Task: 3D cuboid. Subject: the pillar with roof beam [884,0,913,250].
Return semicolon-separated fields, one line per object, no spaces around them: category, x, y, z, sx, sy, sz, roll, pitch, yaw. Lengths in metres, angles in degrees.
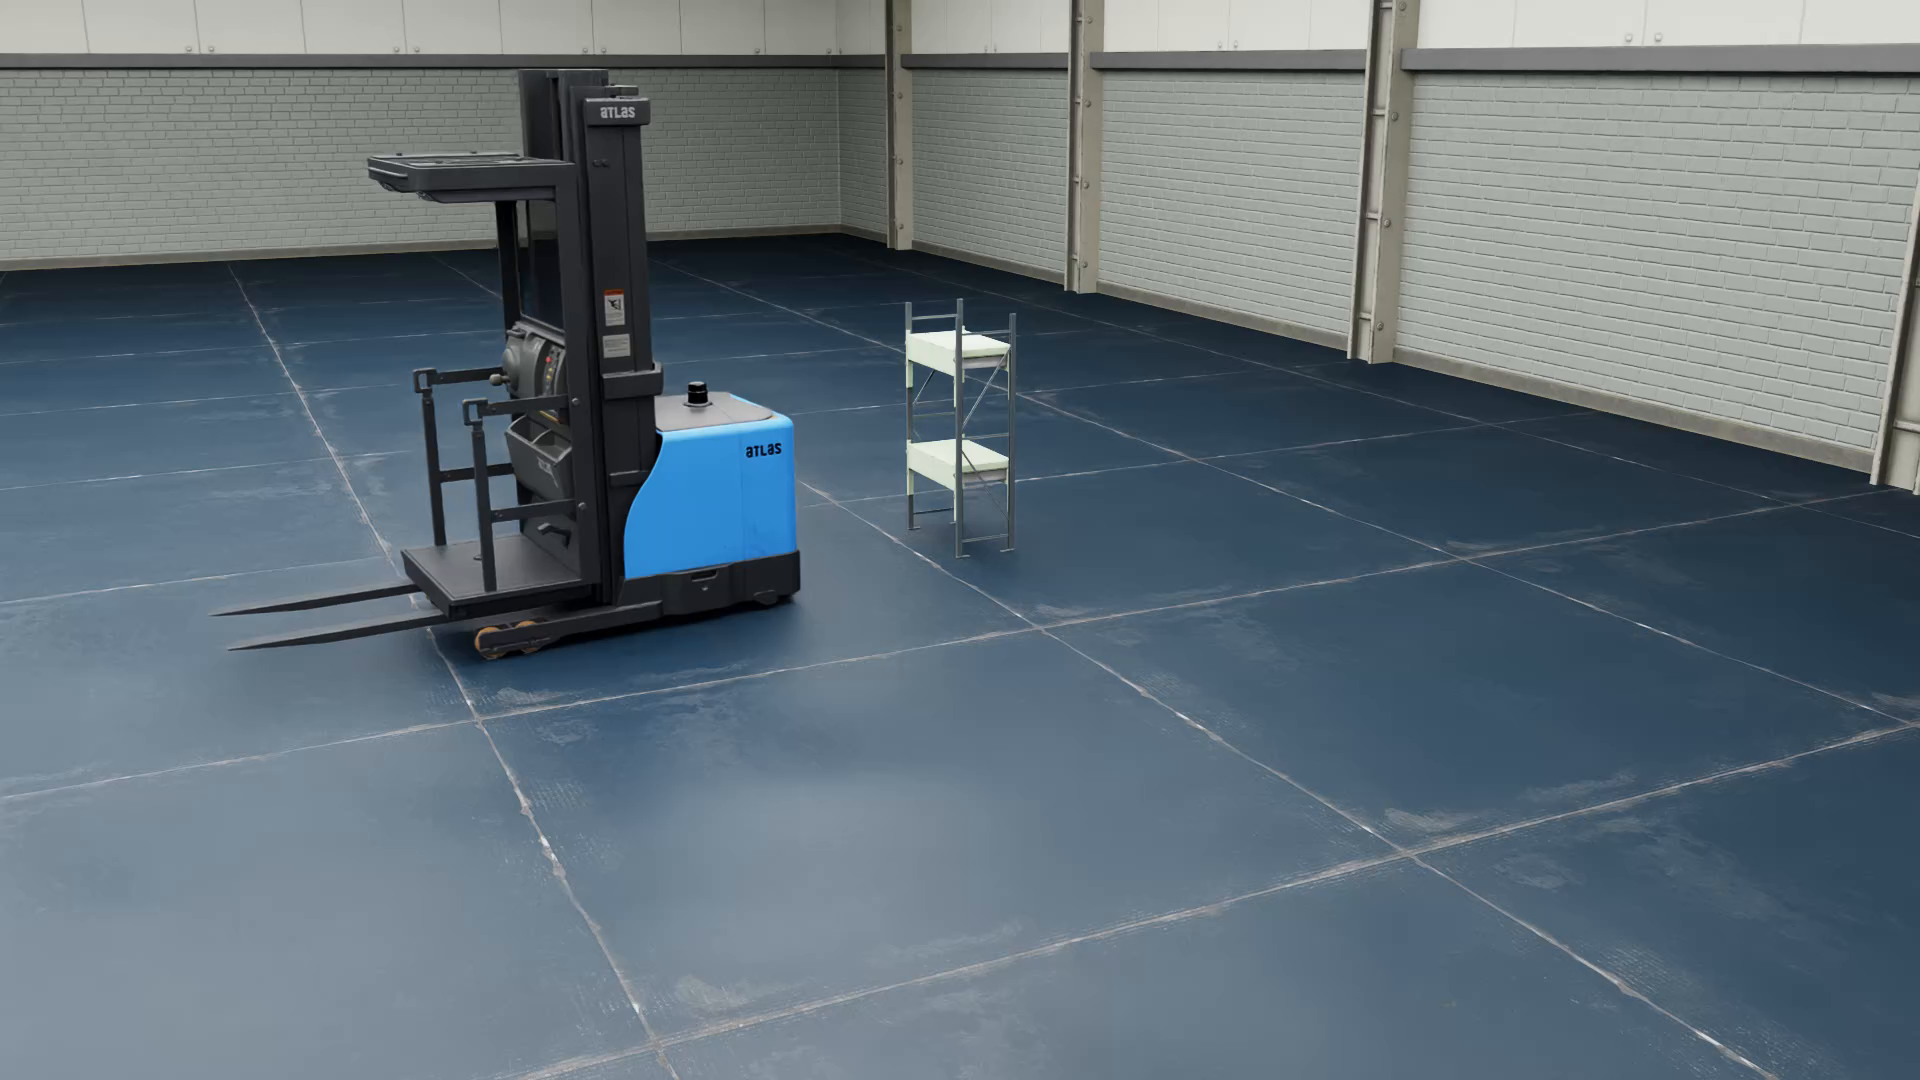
pillar with roof beam;-4.861;-8.654;24.594;9.100;9.000;0.400;-8;18;-25

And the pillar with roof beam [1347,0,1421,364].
pillar with roof beam;0.396;-5.679;14.225;9.100;9.000;0.400;-8;18;-25

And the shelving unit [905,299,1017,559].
shelving unit;-0.003;-0.723;10.550;0.431;1.500;0.755;-8;18;-25

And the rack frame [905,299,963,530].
rack frame;-0.163;-0.813;10.866;0.400;1.500;0.023;-8;18;-25

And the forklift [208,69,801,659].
forklift;-2.440;-0.957;8.772;3.031;2.935;1.130;-9;19;-30

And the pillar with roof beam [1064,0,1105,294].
pillar with roof beam;-2.233;-7.166;19.409;9.100;9.000;0.400;-8;18;-25

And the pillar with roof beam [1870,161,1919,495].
pillar with roof beam;3.024;-4.191;9.041;9.100;9.000;0.400;-8;18;-25

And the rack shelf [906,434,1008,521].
rack shelf;-0.003;-0.409;10.639;0.431;0.370;0.720;-8;18;-25

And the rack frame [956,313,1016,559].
rack frame;0.157;-0.632;10.233;0.400;1.500;0.023;-8;18;-25

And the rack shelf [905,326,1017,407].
rack shelf;-0.003;-1.098;10.442;0.431;0.370;0.720;-8;18;-25
